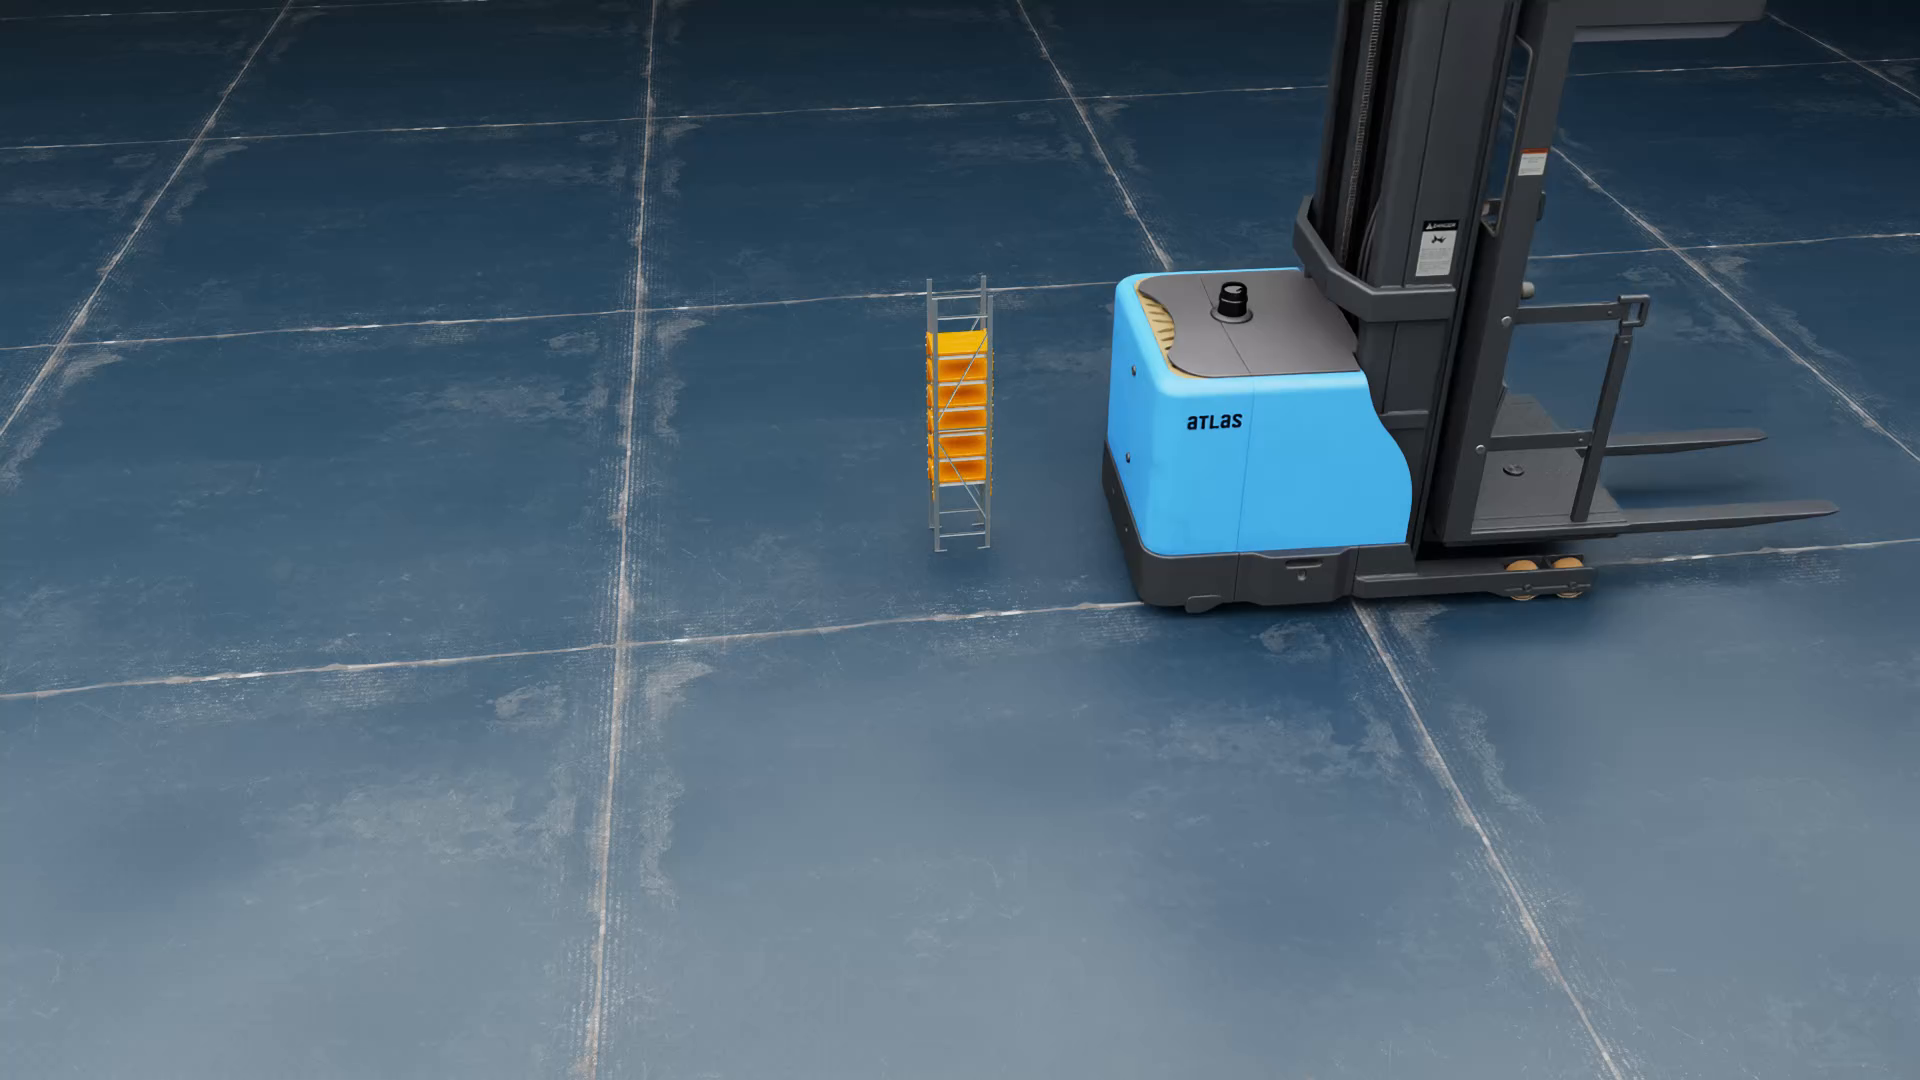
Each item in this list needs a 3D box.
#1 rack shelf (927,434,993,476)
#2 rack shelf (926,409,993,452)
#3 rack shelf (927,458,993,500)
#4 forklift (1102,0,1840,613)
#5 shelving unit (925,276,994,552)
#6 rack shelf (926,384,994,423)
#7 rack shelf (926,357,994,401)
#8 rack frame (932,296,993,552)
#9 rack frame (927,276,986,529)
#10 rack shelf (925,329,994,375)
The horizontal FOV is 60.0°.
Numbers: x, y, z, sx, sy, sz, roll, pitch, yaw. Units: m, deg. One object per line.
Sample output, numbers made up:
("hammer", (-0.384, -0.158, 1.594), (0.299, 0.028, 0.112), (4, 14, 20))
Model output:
("rack shelf", (-0.002, -0.368, 7.017), (0.258, 0.103, 0.180), (-4, 35, -6))
("rack shelf", (-0.002, -0.467, 6.949), (0.258, 0.103, 0.180), (-4, 35, -6))
("rack shelf", (-0.002, -0.269, 7.084), (0.258, 0.103, 0.180), (-4, 35, -6))
("forklift", (2.189, -1.255, 6.489), (3.031, 2.935, 1.130), (-3, 34, -5))
("shelving unit", (-0.002, -0.504, 6.924), (0.258, 1.200, 0.189), (-4, 35, -6))
("rack shelf", (-0.002, -0.566, 6.881), (0.258, 0.103, 0.180), (-4, 35, -6))
("rack shelf", (-0.002, -0.665, 6.814), (0.258, 0.103, 0.180), (-4, 35, -6))
("rack frame", (0.010, -0.453, 6.849), (0.240, 1.200, 0.006), (-4, 35, -6))
("rack frame", (-0.014, -0.555, 6.999), (0.240, 1.200, 0.006), (-4, 35, -6))
("rack shelf", (-0.002, -0.765, 6.746), (0.258, 0.103, 0.180), (-4, 35, -6))
